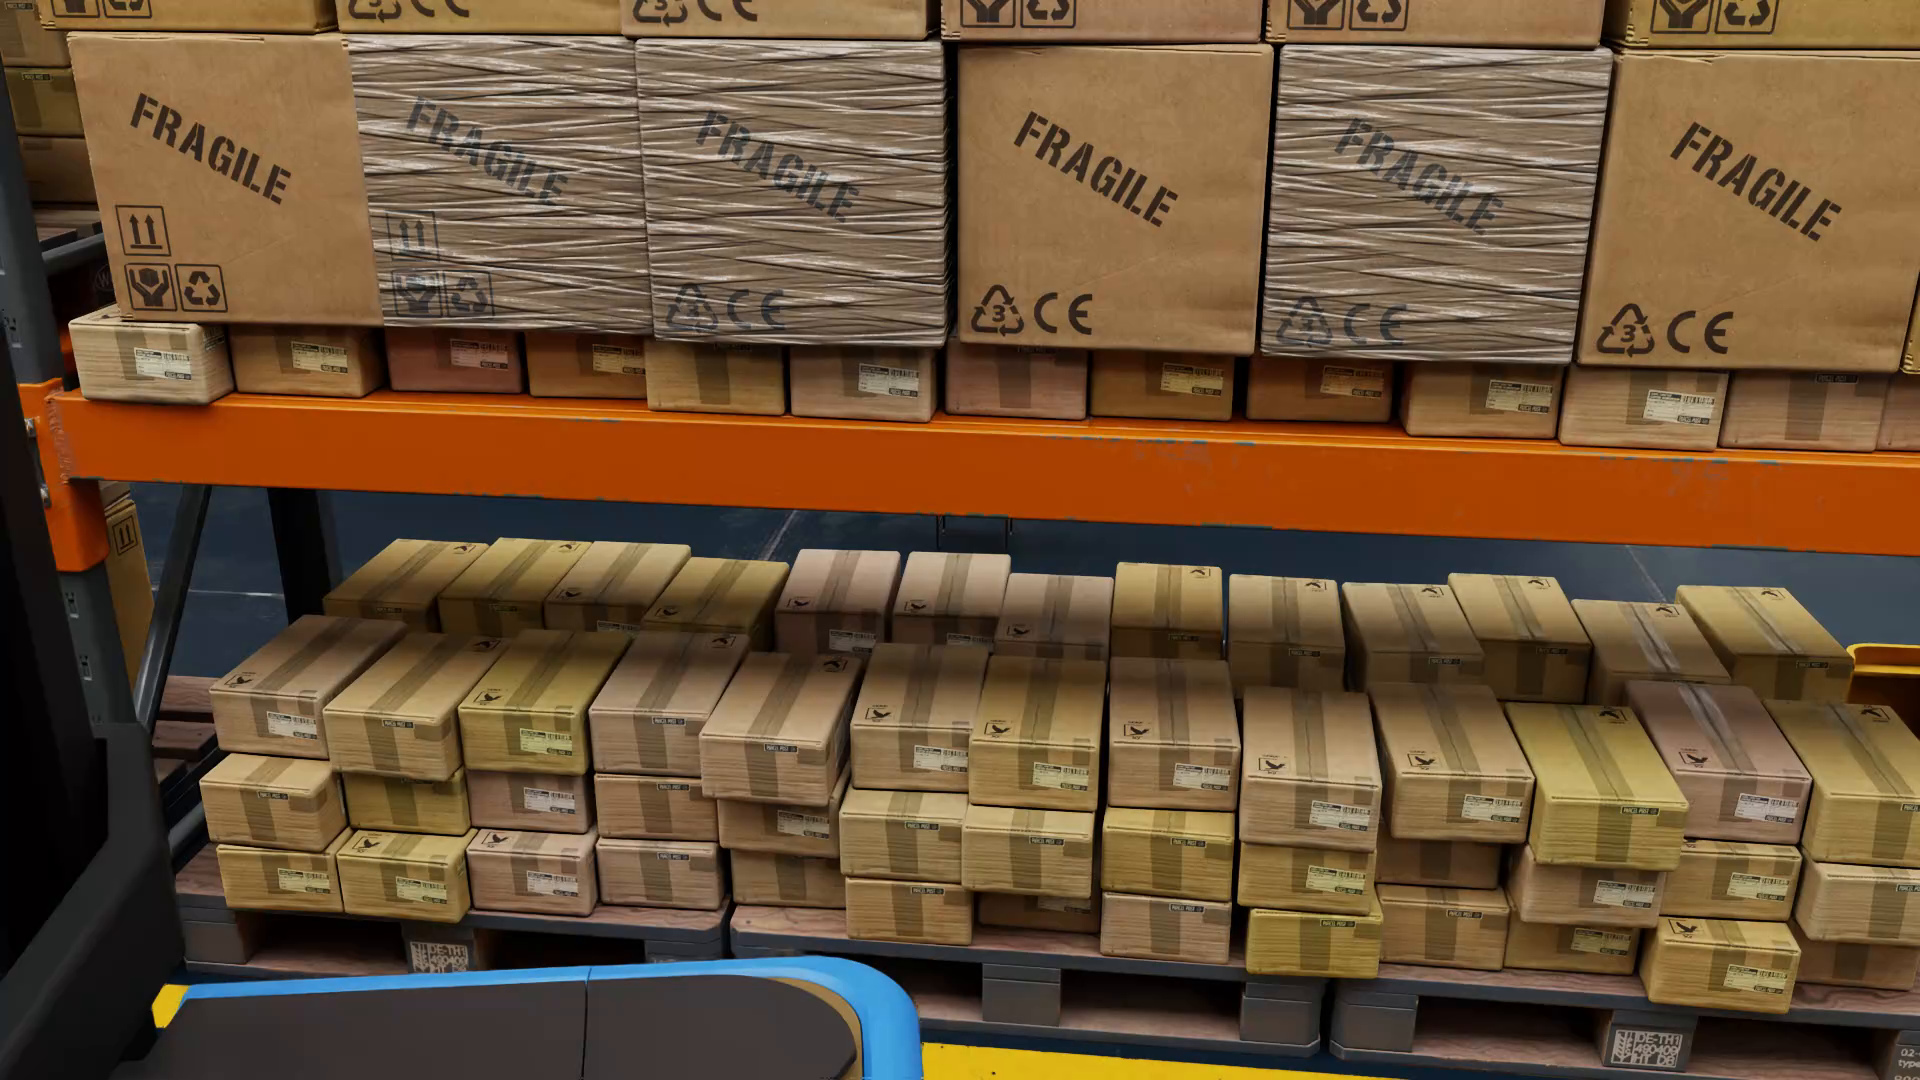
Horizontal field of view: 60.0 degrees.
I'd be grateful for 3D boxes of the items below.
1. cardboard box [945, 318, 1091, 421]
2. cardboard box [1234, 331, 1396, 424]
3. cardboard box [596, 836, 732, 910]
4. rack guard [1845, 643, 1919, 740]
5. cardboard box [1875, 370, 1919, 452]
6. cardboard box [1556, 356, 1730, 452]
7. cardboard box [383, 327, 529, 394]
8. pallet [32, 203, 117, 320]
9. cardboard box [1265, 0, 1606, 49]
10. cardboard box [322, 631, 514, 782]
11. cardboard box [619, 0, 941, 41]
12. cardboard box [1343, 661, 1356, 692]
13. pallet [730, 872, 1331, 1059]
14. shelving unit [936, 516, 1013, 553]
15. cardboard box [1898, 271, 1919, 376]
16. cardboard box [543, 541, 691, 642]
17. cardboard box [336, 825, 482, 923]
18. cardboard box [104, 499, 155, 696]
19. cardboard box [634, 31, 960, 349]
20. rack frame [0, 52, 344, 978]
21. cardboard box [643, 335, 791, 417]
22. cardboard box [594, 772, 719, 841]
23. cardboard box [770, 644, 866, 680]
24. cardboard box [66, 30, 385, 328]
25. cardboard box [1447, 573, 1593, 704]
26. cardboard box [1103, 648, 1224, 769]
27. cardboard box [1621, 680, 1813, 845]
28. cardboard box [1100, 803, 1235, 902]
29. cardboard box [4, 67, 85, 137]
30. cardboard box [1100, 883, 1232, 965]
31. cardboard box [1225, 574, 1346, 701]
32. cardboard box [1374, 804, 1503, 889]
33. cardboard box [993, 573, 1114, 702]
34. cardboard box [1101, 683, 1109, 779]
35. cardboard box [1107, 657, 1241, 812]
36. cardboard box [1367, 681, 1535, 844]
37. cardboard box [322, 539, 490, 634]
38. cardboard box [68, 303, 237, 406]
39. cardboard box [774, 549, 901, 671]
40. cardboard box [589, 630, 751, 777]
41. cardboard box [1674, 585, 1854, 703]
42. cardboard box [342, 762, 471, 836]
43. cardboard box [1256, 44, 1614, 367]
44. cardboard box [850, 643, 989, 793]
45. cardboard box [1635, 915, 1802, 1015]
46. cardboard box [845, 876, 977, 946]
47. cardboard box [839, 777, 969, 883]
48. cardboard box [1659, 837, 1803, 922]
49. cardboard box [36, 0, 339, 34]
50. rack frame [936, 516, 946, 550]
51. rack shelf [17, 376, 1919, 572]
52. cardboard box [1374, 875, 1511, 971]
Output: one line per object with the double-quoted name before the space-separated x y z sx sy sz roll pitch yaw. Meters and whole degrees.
"cardboard box" 0.125 -0.353 3.094 0.250 0.149 0.380 3 22 8
"cardboard box" 0.644 -0.344 3.072 0.250 0.149 0.380 2 22 4
"cardboard box" -0.604 0.624 3.587 0.250 0.149 0.380 2 22 5
"rack guard" 2.194 0.697 3.497 0.348 0.500 1.175 2 22 6
"cardboard box" 1.670 -0.281 2.911 0.250 0.149 0.380 2 22 6
"cardboard box" 1.163 -0.288 2.931 0.250 0.149 0.380 3 22 8
"cardboard box" -0.924 -0.410 3.239 0.250 0.149 0.380 2 22 4
"pallet" -2.445 -0.632 3.720 1.213 0.211 1.003 2 22 6
"cardboard box" 0.765 -1.082 2.696 0.500 0.500 0.500 4 22 9
"cardboard box" -1.119 0.343 3.490 0.250 0.149 0.380 4 22 9
"cardboard box" -0.270 -1.126 2.809 0.500 0.500 0.500 3 22 7
"cardboard box" 1.019 0.352 3.871 0.250 0.149 0.380 3 22 8
"pallet" 0.183 0.730 3.807 1.213 0.211 1.003 2 22 6
"shelving unit" 0.053 -0.486 5.741 0.252 1.050 0.215 2 22 6
"cardboard box" 1.793 -0.572 2.767 0.500 0.500 0.500 3 22 7
"cardboard box" -0.812 0.144 3.993 0.250 0.149 0.380 2 22 6
"cardboard box" -1.115 0.640 3.548 0.250 0.149 0.380 3 22 8
"cardboard box" -2.405 0.203 4.175 0.500 0.500 0.500 3 22 8
"cardboard box" -0.252 -0.653 2.970 0.500 0.500 0.500 2 22 5
"rack frame" -1.703 -0.635 3.466 0.127 3.000 1.000 2 22 6
"cardboard box" -0.412 -0.361 3.116 0.250 0.149 0.380 3 22 7
"cardboard box" -0.605 0.478 3.553 0.250 0.149 0.380 1 22 4
"cardboard box" -0.321 0.318 3.959 0.250 0.149 0.380 3 22 8
"cardboard box" -1.241 -0.706 3.106 0.500 0.500 0.500 2 22 5
"cardboard box" 1.266 0.219 3.802 0.250 0.149 0.380 2 22 6
"cardboard box" 0.470 0.379 3.804 0.250 0.149 0.380 4 22 9
"cardboard box" 1.471 0.430 3.271 0.250 0.149 0.380 3 22 7
"cardboard box" 0.427 0.554 3.360 0.250 0.149 0.380 4 22 9
"cardboard box" -2.040 -1.037 3.849 0.250 0.149 0.380 3 22 7
"cardboard box" 0.426 0.692 3.417 0.250 0.149 0.380 3 22 7
"cardboard box" 0.736 0.223 3.792 0.250 0.149 0.380 3 22 8
"cardboard box" 0.941 0.540 3.395 0.250 0.149 0.380 2 22 6
"cardboard box" 0.219 0.219 3.802 0.250 0.149 0.380 3 22 6
"cardboard box" 0.249 0.467 3.985 0.250 0.149 0.380 3 22 6
"cardboard box" 0.427 0.387 3.378 0.250 0.149 0.380 2 22 4
"cardboard box" 0.949 0.430 3.269 0.250 0.149 0.380 2 22 4
"cardboard box" -1.319 0.139 4.005 0.250 0.149 0.380 3 22 8
"cardboard box" -1.460 -0.387 3.179 0.250 0.149 0.380 3 22 8
"cardboard box" -0.284 0.162 3.949 0.250 0.149 0.380 1 22 4
"cardboard box" -0.600 0.339 3.500 0.250 0.149 0.380 2 22 5
"cardboard box" 1.789 0.245 3.737 0.250 0.149 0.380 2 22 4
"cardboard box" -1.119 0.468 3.579 0.250 0.149 0.380 3 22 7
"cardboard box" 0.777 -0.615 2.875 0.500 0.500 0.500 3 22 6
"cardboard box" -0.076 0.361 3.444 0.250 0.149 0.380 2 22 4
"cardboard box" 1.455 0.748 3.275 0.250 0.149 0.380 3 22 8
"cardboard box" -0.086 0.670 3.472 0.250 0.149 0.380 2 22 5
"cardboard box" -0.091 0.532 3.415 0.250 0.149 0.380 2 22 6
"cardboard box" 1.459 0.581 3.293 0.250 0.149 0.380 2 22 5
"cardboard box" -1.283 -1.176 2.935 0.500 0.500 0.500 3 22 8
"rack frame" -0.068 -0.491 5.754 0.008 1.050 0.200 2 22 6
"rack shelf" 0.283 -0.214 3.380 4.000 0.370 1.077 2 22 6
"cardboard box" 0.956 0.699 3.399 0.250 0.149 0.380 3 22 7
